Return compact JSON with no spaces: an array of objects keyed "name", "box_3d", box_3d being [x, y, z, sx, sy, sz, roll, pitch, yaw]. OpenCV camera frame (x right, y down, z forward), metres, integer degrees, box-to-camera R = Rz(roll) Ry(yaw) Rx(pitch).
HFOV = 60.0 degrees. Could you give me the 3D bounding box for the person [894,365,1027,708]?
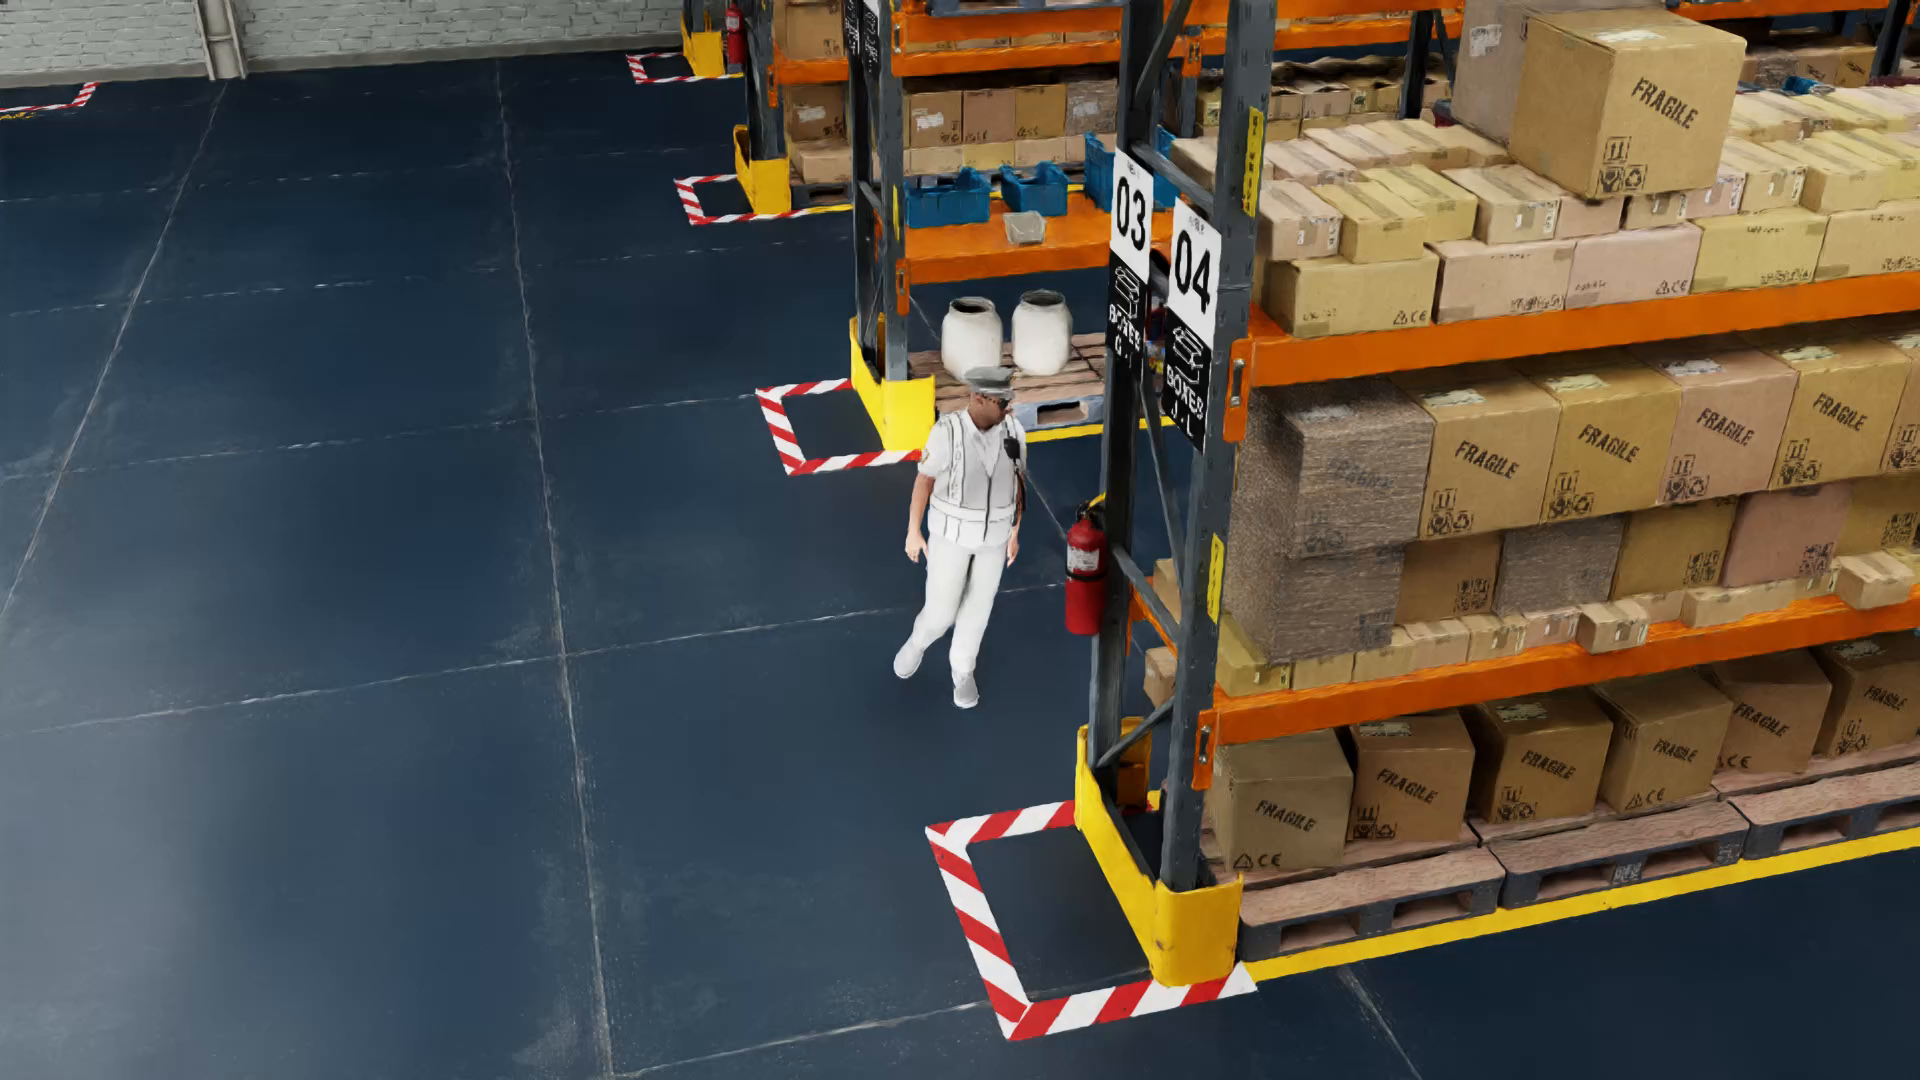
[{"name":"person","box_3d":[0.028,-0.018,8.261,0.690,1.748,0.476,-12,32,-19]}]
